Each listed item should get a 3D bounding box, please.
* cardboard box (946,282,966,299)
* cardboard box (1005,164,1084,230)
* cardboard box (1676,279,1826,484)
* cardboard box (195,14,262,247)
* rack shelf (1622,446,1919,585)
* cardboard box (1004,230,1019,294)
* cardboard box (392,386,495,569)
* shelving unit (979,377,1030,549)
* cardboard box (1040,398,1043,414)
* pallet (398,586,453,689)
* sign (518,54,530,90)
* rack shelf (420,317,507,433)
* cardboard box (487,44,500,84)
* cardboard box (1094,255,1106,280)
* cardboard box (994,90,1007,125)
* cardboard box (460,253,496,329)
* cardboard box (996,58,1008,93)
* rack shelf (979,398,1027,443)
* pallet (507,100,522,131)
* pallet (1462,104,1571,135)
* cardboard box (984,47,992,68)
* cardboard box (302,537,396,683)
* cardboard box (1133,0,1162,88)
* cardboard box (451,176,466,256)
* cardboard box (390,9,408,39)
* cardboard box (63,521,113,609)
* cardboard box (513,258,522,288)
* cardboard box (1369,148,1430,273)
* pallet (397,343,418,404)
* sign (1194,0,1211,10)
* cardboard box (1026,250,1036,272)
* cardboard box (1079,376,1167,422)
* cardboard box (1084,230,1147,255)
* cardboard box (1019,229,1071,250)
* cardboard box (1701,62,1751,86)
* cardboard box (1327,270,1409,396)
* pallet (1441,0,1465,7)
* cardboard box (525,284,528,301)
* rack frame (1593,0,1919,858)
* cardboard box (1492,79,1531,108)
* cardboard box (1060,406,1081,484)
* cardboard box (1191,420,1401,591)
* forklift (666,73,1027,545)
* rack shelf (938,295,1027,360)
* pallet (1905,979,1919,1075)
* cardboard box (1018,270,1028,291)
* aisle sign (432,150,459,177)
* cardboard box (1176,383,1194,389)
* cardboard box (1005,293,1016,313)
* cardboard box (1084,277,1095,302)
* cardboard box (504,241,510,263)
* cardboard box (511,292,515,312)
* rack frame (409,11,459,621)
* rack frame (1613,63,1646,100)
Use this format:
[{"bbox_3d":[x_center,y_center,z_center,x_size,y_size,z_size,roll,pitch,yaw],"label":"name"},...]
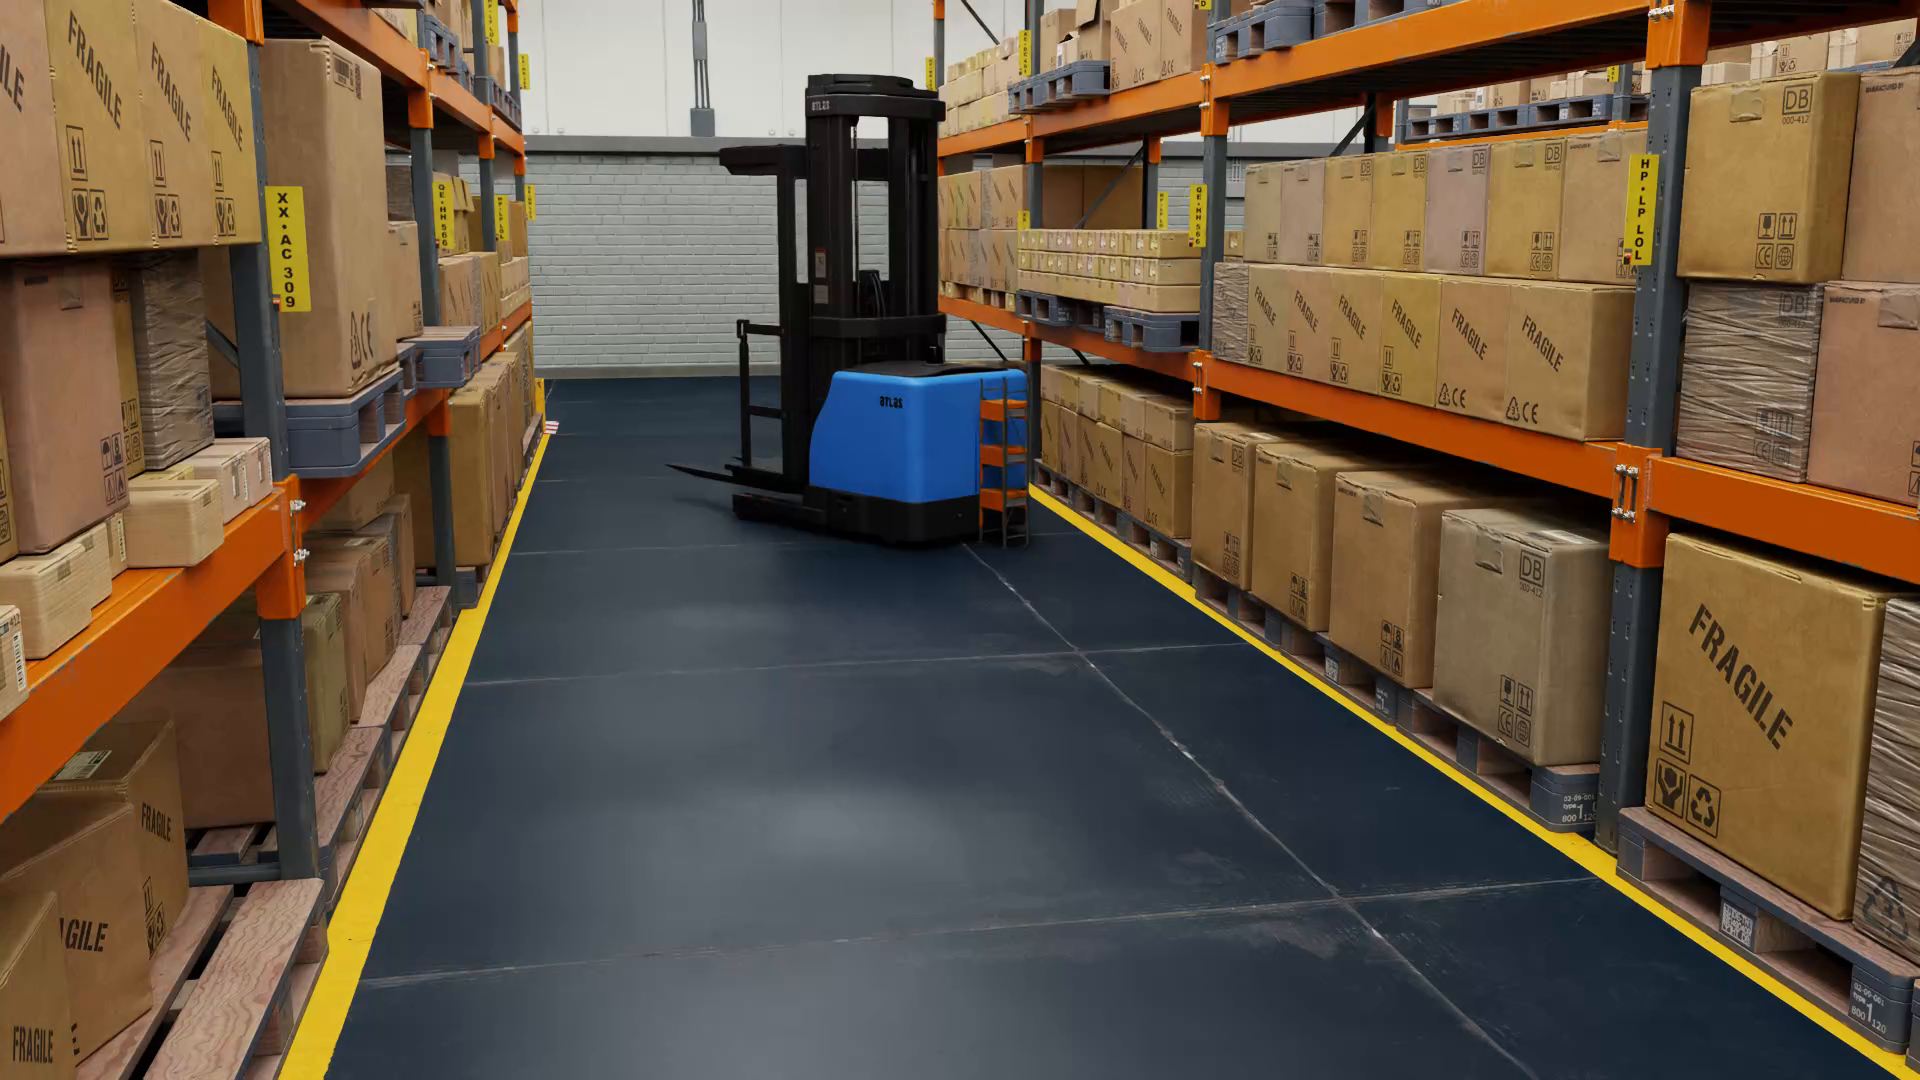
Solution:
[{"bbox_3d":[0.075,-2.392,15.912,0.380,0.149,0.250,-2,11,-13],"label":"cardboard box"},{"bbox_3d":[0.665,-2.712,13.187,0.500,0.500,0.500,-3,11,-13],"label":"cardboard box"},{"bbox_3d":[2.661,-0.489,4.840,0.875,0.550,0.550,-2,11,-11],"label":"cardboard box"},{"bbox_3d":[-1.950,-0.934,3.845,0.500,0.500,0.500,-2,11,-11],"label":"cardboard box"},{"bbox_3d":[2.967,0.238,3.347,1.077,0.370,4.000,-2,11,-11],"label":"rack shelf"},{"bbox_3d":[0.650,-2.223,13.291,0.500,0.500,0.500,-2,11,-11],"label":"cardboard box"},{"bbox_3d":[-3.199,-0.344,9.040,1.225,0.875,0.875,-3,11,-14],"label":"cardboard box"},{"bbox_3d":[0.279,-0.487,10.446,0.215,1.050,0.252,-8,13,-36],"label":"shelving unit"},{"bbox_3d":[0.697,-1.103,13.381,0.380,0.149,0.250,-2,11,-9],"label":"cardboard box"},{"bbox_3d":[-2.935,0.459,7.719,1.003,0.211,1.213,-2,11,-11],"label":"pallet"},{"bbox_3d":[-4.106,-4.408,15.655,0.100,0.325,0.005,-2,11,-11],"label":"sign"},{"bbox_3d":[-3.474,-1.067,10.206,1.077,0.370,4.000,-2,11,-11],"label":"rack shelf"},{"bbox_3d":[-4.137,-3.907,13.520,0.700,0.500,0.500,-2,11,-9],"label":"cardboard box"},{"bbox_3d":[1.055,-1.708,10.399,0.380,0.149,0.250,-2,11,-11],"label":"cardboard box"},{"bbox_3d":[0.576,-3.521,13.554,0.500,0.250,0.500,-2,11,-11],"label":"cardboard box"},{"bbox_3d":[-3.415,-1.670,11.180,0.500,0.500,0.500,-2,11,-9],"label":"cardboard box"},{"bbox_3d":[0.593,-3.766,13.503,0.500,0.250,0.500,-3,11,-13],"label":"cardboard box"},{"bbox_3d":[0.279,-0.755,10.395,0.215,0.259,0.240,-8,13,-36],"label":"rack shelf"},{"bbox_3d":[-4.487,-3.815,14.935,1.003,0.211,1.213,-2,11,-11],"label":"pallet"},{"bbox_3d":[5.475,-3.952,15.651,1.003,0.211,1.213,-2,11,-11],"label":"pallet"},{"bbox_3d":[0.416,-4.074,14.056,0.380,0.149,0.250,-2,11,-11],"label":"cardboard box"},{"bbox_3d":[-2.698,0.285,6.685,0.700,0.500,0.500,-1,11,-6],"label":"cardboard box"},{"bbox_3d":[1.329,-2.925,9.753,0.500,0.500,0.500,-2,11,-11],"label":"cardboard box"},{"bbox_3d":[-3.609,-2.086,10.685,0.797,0.503,0.637,-2,11,-10],"label":"cardboard box"},{"bbox_3d":[-2.642,-2.285,7.058,0.500,0.250,0.500,-2,11,-11],"label":"cardboard box"},{"bbox_3d":[-1.783,0.063,3.015,0.380,0.149,0.250,-2,11,-11],"label":"cardboard box"},{"bbox_3d":[-4.089,-2.328,14.511,0.500,0.250,0.500,-3,11,-13],"label":"cardboard box"},{"bbox_3d":[2.178,-1.393,7.051,0.700,0.500,0.500,-2,11,-12],"label":"cardboard box"},{"bbox_3d":[-2.660,-0.598,6.330,1.003,0.211,1.213,-2,11,-11],"label":"pallet"},{"bbox_3d":[1.267,-2.924,8.631,0.100,0.325,0.005,-2,11,-11],"label":"sign"},{"bbox_3d":[0.699,-2.042,12.156,0.380,0.149,0.250,-2,11,-12],"label":"cardboard box"},{"bbox_3d":[1.107,-0.960,11.273,0.500,0.250,0.500,-2,11,-9],"label":"cardboard box"},{"bbox_3d":[1.005,-1.901,10.621,0.380,0.149,0.250,-2,11,-8],"label":"cardboard box"},{"bbox_3d":[0.647,-2.236,12.377,0.380,0.149,0.250,-2,11,-8],"label":"cardboard box"},{"bbox_3d":[5.760,-3.468,12.375,0.380,0.166,0.250,-3,11,-15],"label":"cardboard box"},{"bbox_3d":[1.916,-0.896,7.112,0.500,0.500,0.500,-2,11,-12],"label":"cardboard box"},{"bbox_3d":[2.351,-2.028,5.819,0.805,0.209,1.217,-3,11,-13],"label":"pallet"},{"bbox_3d":[-4.149,-2.250,15.170,0.380,0.149,0.250,-2,11,-11],"label":"cardboard box"},{"bbox_3d":[2.578,-0.482,5.207,1.000,3.000,0.127,-2,11,-11],"label":"rack frame"},{"bbox_3d":[5.324,-4.284,15.504,0.500,0.500,0.500,-2,11,-10],"label":"cardboard box"},{"bbox_3d":[1.010,-0.686,11.838,0.500,0.500,0.500,-2,11,-8],"label":"cardboard box"},{"bbox_3d":[1.830,-0.202,8.629,1.050,0.750,0.750,-2,11,-12],"label":"cardboard box"},{"bbox_3d":[-0.928,-1.625,11.394,1.130,2.935,3.031,-10,15,-42],"label":"forklift"},{"bbox_3d":[0.633,-1.963,14.911,1.077,0.370,4.000,-2,11,-11],"label":"rack shelf"},{"bbox_3d":[2.889,1.254,3.542,1.003,0.211,1.213,-2,11,-11],"label":"pallet"},{"bbox_3d":[0.647,-1.943,12.433,0.380,0.149,0.250,-3,11,-14],"label":"cardboard box"},{"bbox_3d":[-4.949,-3.801,15.689,0.394,0.787,0.004,-2,11,-11],"label":"aisle sign"},{"bbox_3d":[1.721,-0.882,10.865,0.500,0.250,0.500,-2,11,-11],"label":"cardboard box"},{"bbox_3d":[0.579,-1.913,13.397,0.380,0.149,0.250,-2,11,-13],"label":"cardboard box"},{"bbox_3d":[1.008,-1.608,10.670,0.380,0.149,0.250,-2,11,-9],"label":"cardboard box"},{"bbox_3d":[-3.794,-2.416,12.968,0.500,0.500,0.500,-2,11,-11],"label":"cardboard box"},{"bbox_3d":[-3.800,-1.922,13.444,0.380,0.149,0.250,-2,11,-12],"label":"cardboard box"},{"bbox_3d":[-3.085,-1.054,8.211,1.000,3.000,0.127,-2,11,-11],"label":"rack frame"},{"bbox_3d":[5.858,-5.095,13.398,1.000,3.000,0.127,-2,11,-11],"label":"rack frame"}]
